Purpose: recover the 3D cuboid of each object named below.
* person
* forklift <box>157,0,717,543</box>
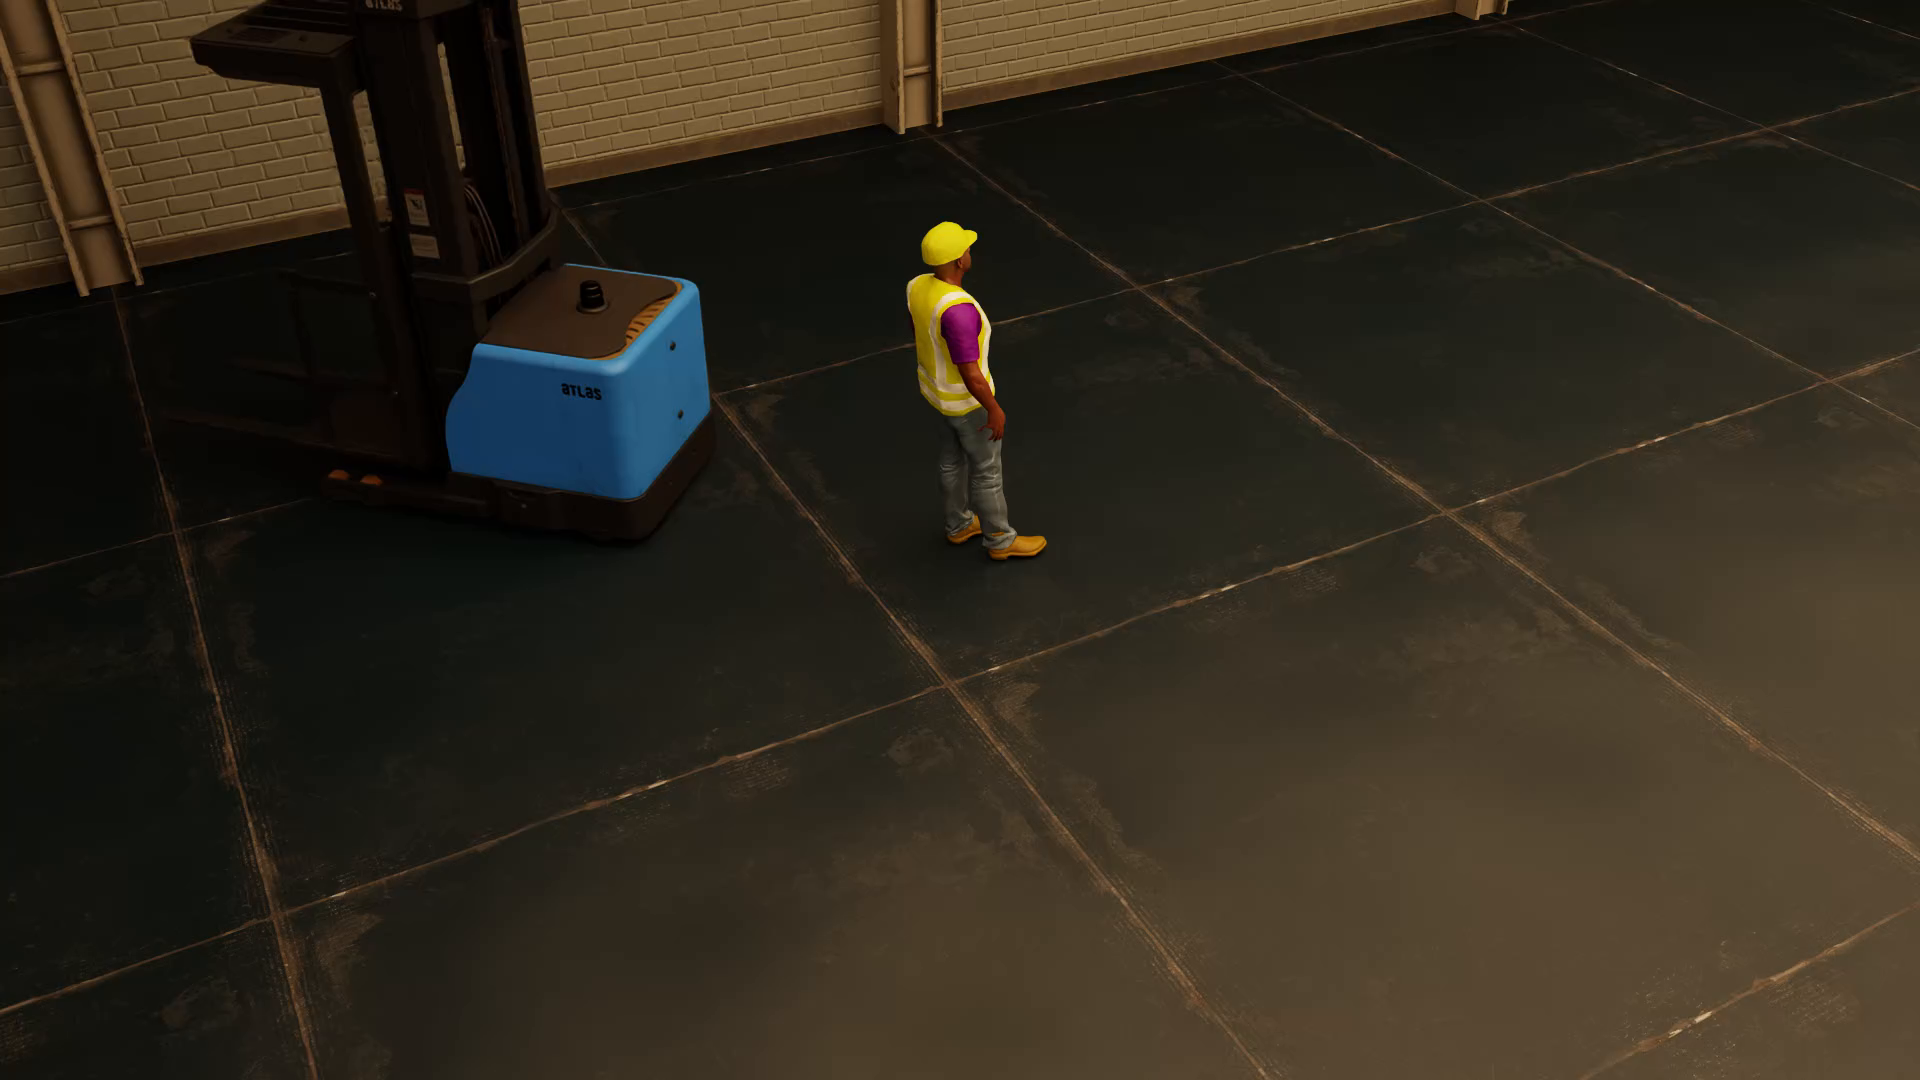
[{"bbox_3d":[0.064,-0.744,8.172,0.575,1.768,0.666,-17,39,-23],"label":"person"},{"bbox_3d":[-2.931,-1.658,8.469,3.031,2.935,1.130,9,36,13],"label":"forklift"}]
